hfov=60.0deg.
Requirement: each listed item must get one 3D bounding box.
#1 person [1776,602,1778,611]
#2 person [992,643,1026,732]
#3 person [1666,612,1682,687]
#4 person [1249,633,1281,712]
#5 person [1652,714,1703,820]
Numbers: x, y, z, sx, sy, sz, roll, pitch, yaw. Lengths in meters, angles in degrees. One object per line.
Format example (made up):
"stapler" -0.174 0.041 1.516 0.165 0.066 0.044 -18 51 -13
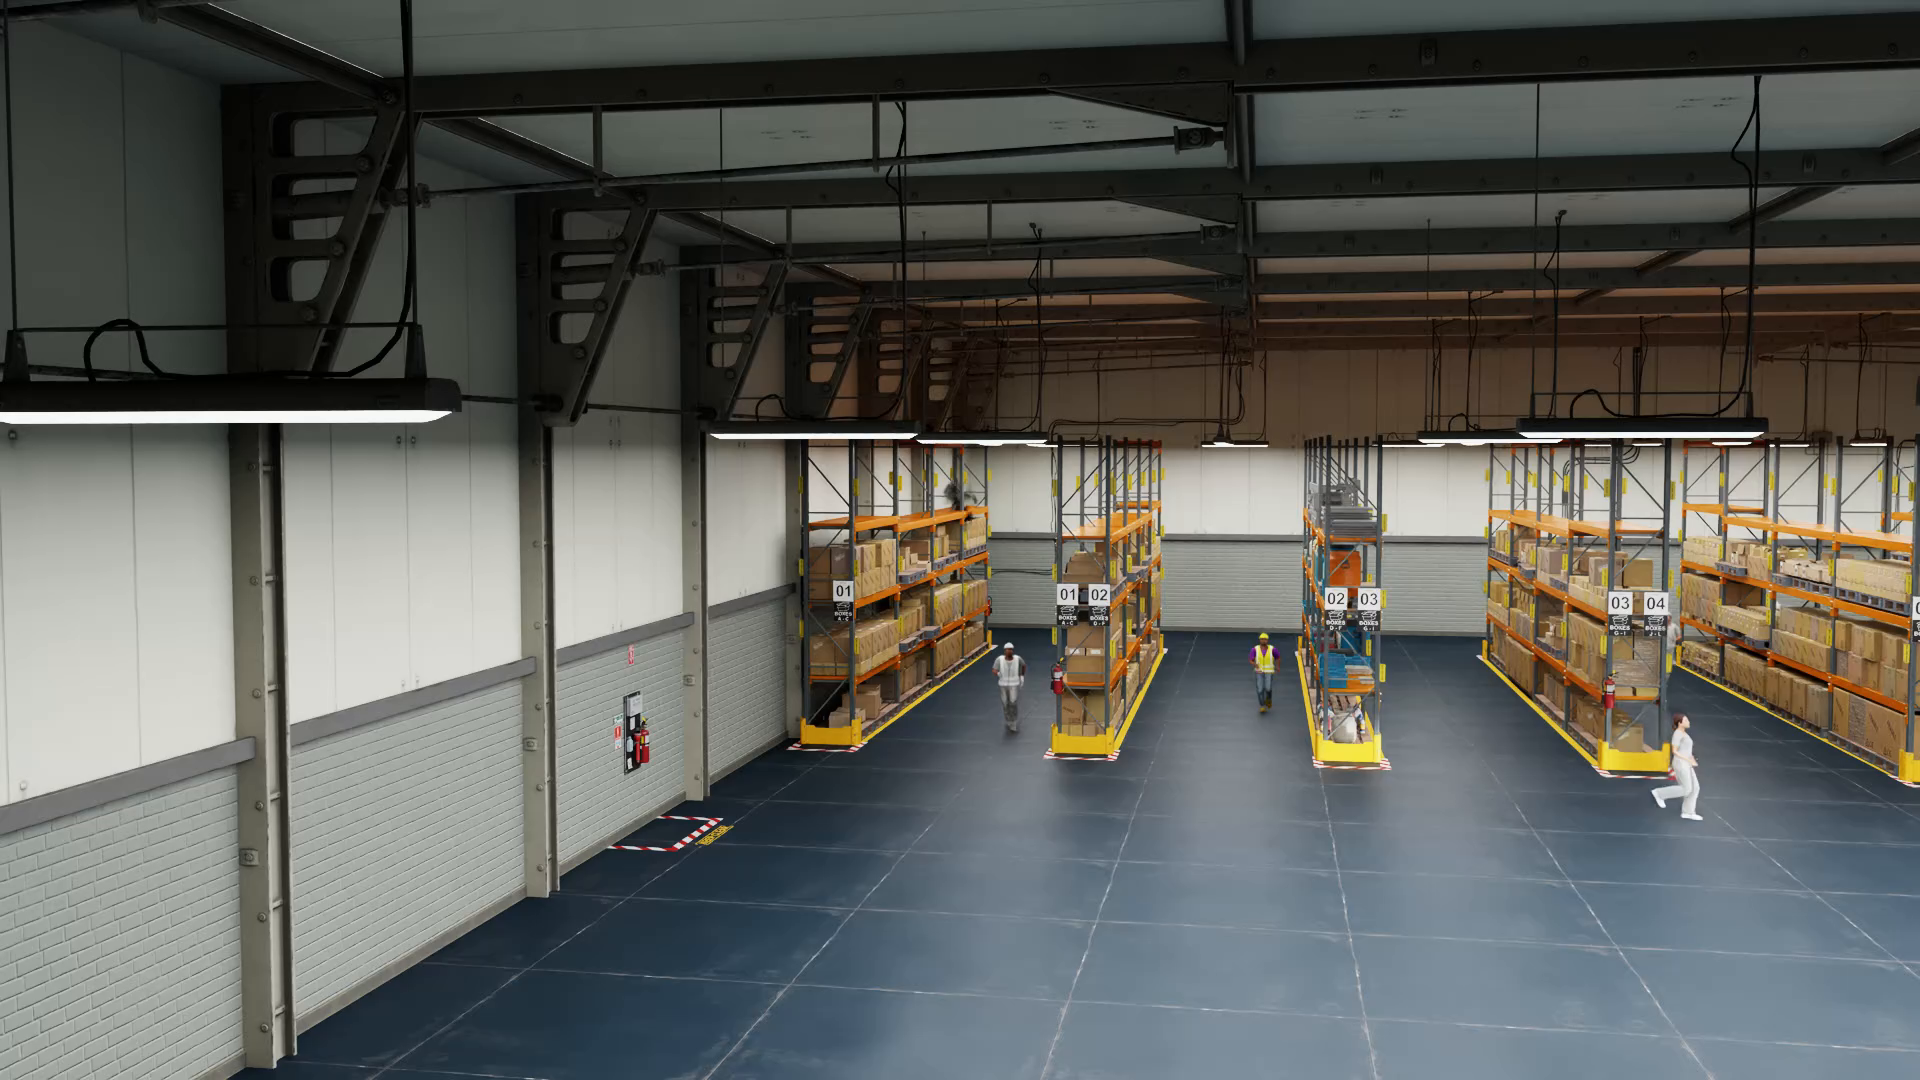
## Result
"person" 21.314 2.482 43.563 0.627 1.799 0.781 0 3 -1
"person" 0.987 3.008 33.965 0.659 1.829 0.759 0 3 8
"person" 17.154 2.630 40.376 0.665 1.796 0.885 1 3 16
"person" 6.631 2.896 36.231 0.691 1.724 0.577 1 3 13
"person" 11.178 3.510 25.864 0.731 1.641 0.565 2 4 32
